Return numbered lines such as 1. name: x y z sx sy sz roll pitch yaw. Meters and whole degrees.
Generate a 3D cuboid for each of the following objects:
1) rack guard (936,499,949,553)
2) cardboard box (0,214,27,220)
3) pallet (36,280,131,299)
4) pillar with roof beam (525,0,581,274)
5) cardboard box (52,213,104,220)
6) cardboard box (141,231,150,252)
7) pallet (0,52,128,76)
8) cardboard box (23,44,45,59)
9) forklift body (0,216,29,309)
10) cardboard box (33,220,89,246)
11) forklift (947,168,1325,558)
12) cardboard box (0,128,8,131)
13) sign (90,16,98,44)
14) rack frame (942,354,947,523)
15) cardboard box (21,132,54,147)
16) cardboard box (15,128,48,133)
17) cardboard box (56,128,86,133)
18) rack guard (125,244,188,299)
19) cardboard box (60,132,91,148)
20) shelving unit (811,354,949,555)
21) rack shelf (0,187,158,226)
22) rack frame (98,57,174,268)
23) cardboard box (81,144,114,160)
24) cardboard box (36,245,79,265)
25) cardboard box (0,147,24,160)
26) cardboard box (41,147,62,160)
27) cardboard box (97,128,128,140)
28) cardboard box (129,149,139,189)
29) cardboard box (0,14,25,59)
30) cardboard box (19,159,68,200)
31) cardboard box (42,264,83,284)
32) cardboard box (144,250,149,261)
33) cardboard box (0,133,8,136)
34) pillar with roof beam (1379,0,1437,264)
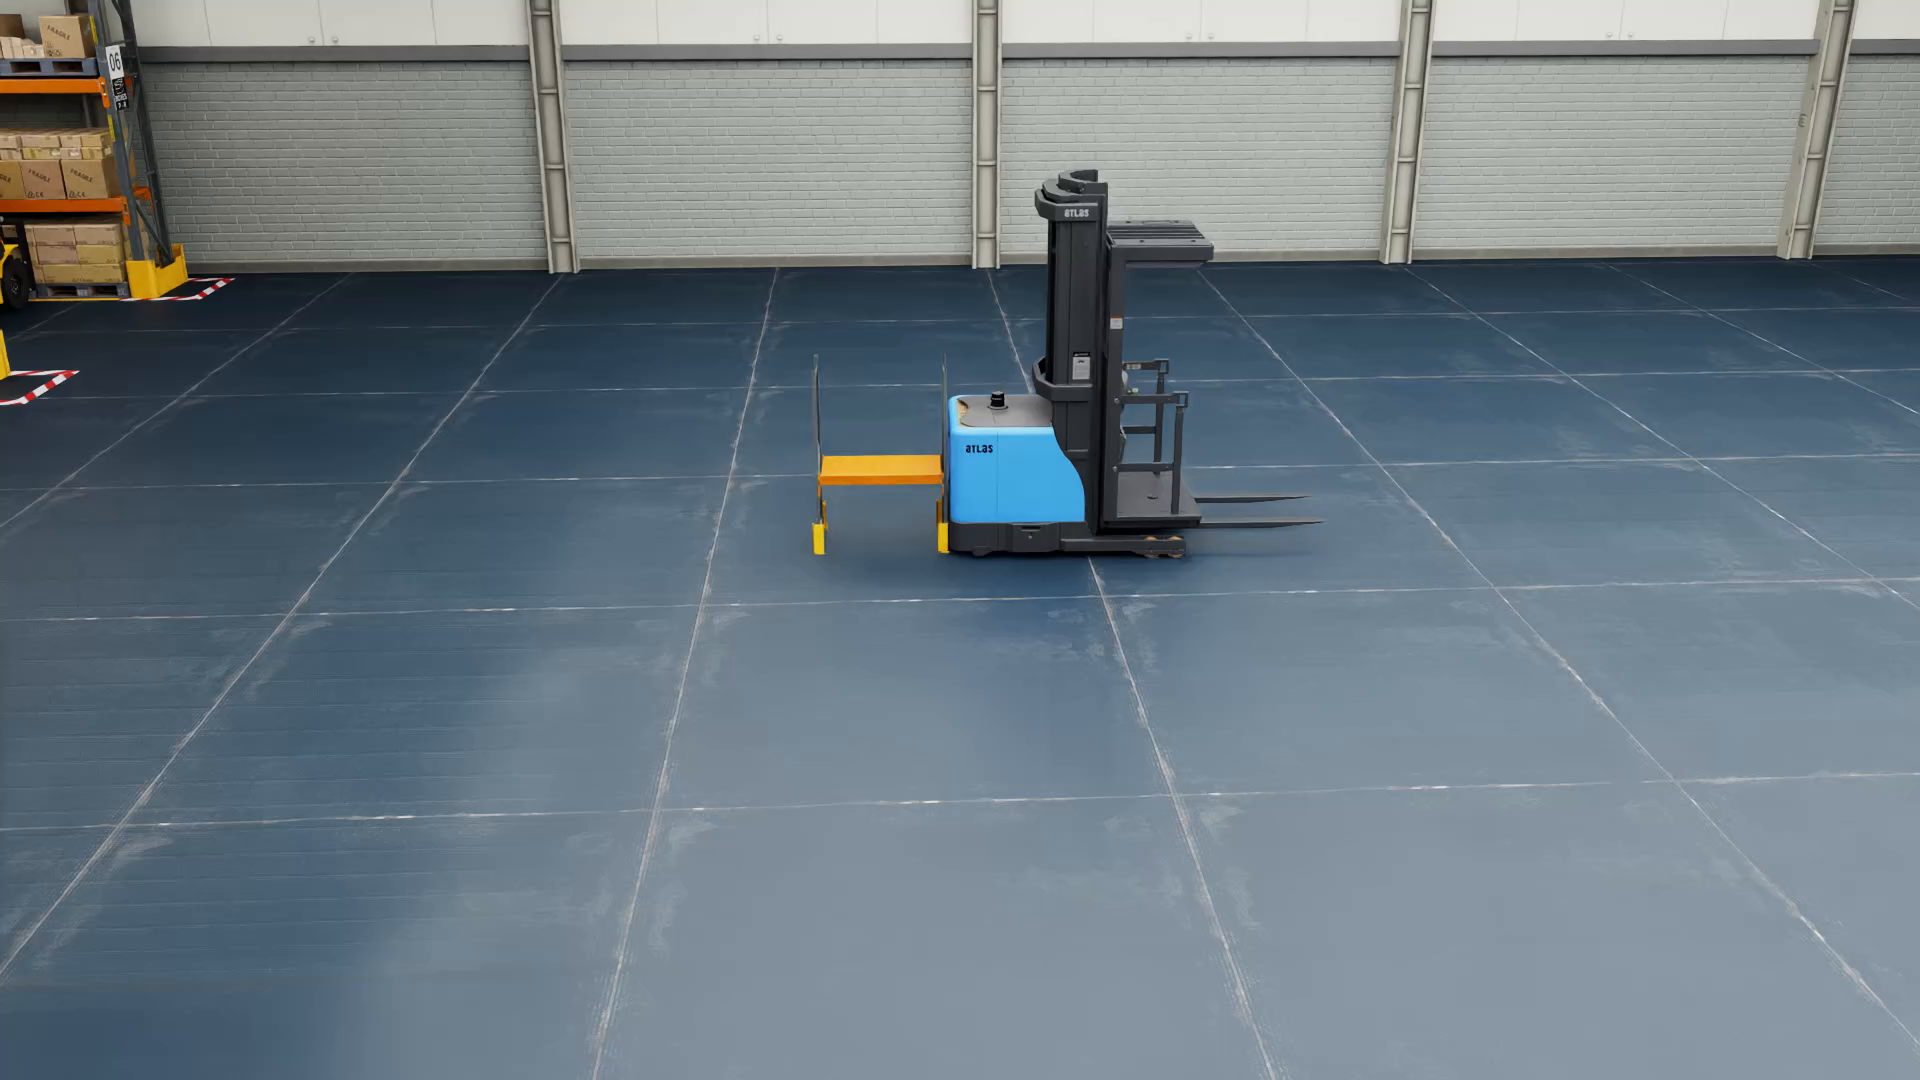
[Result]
1. rack guard: -0.144 -0.117 13.576 0.087 0.250 0.587 -1 21 -2
2. cardboard box: -12.868 -4.213 22.340 0.500 0.250 0.500 -2 21 -4
3. pallet: -11.627 -3.469 22.436 1.213 0.211 1.003 -1 21 -3
4. pillar with roof beam: -5.377 -6.505 18.060 0.400 9.000 9.100 -1 21 -3
5. cardboard box: -11.856 -4.227 22.377 0.500 0.250 0.500 -1 21 -3
6. cardboard box: -11.348 -4.012 22.514 0.500 0.250 0.500 -1 21 -2
7. pallet: -11.574 -6.158 21.488 1.213 0.211 1.003 -1 21 -3
8. cardboard box: -11.676 -6.205 21.111 0.250 0.149 0.380 -2 21 -5
9. forklift body: -12.655 -3.719 20.367 1.214 2.155 2.313 -1 21 -3
10. cardboard box: -11.818 -4.049 21.908 0.500 0.250 0.500 -1 21 -2
11. forklift: 1.418 -1.414 13.216 3.031 2.935 1.130 -1 21 -2
12. cardboard box: -12.760 -5.339 21.959 0.250 0.149 0.380 -1 21 -3
13. sign: -10.849 -6.388 20.836 0.005 0.325 0.100 -1 21 -3
14. rack frame: -0.124 -0.701 13.354 0.032 1.500 0.500 -1 21 -2
15. cardboard box: -11.969 -5.200 21.593 0.250 0.149 0.380 -1 21 -3
16. cardboard box: -12.249 -5.343 21.969 0.250 0.149 0.380 -1 21 -1
17. cardboard box: -11.740 -5.357 22.005 0.250 0.149 0.380 -1 21 -2
18. rack guard: -10.842 -3.635 22.466 0.348 0.500 1.175 -1 21 -3
19. cardboard box: -11.456 -5.193 21.576 0.250 0.149 0.380 -1 21 -3
20. shelving unit: -0.641 -0.695 13.339 1.083 1.500 0.587 -1 21 -2
21. rack shelf: -12.863 -4.426 22.041 4.000 0.370 1.077 -1 21 -3
22. rack frame: -10.866 -4.803 22.020 0.127 3.000 1.000 -1 21 -3
23. cardboard box: -11.196 -5.046 21.607 0.250 0.149 0.380 -1 21 -2
24. cardboard box: -11.836 -3.820 22.011 0.500 0.250 0.500 -1 21 -4
25. cardboard box: -12.225 -5.024 21.548 0.250 0.149 0.380 -2 21 -5
26. cardboard box: -11.713 -5.047 21.609 0.250 0.149 0.380 -1 21 -2
27. cardboard box: -11.214 -5.361 22.015 0.250 0.149 0.380 -2 21 -4
28. cardboard box: -11.377 -4.938 22.235 0.500 0.500 0.500 0 21 -1
29. cardboard box: -12.323 -6.413 21.163 0.500 0.500 0.700 -1 21 -3
30. cardboard box: -11.861 -4.739 21.712 0.500 0.500 0.500 -1 21 -1
31. cardboard box: -11.814 -3.585 22.097 0.500 0.250 0.500 -1 21 -3
32. cardboard box: -11.368 -3.773 22.591 0.500 0.250 0.500 -1 21 -3
33. cardboard box: -12.480 -5.148 21.456 0.250 0.149 0.380 -1 21 -2
34. pillar with roof beam: 6.603 -6.749 18.700 0.400 9.000 9.100 -1 21 -3
